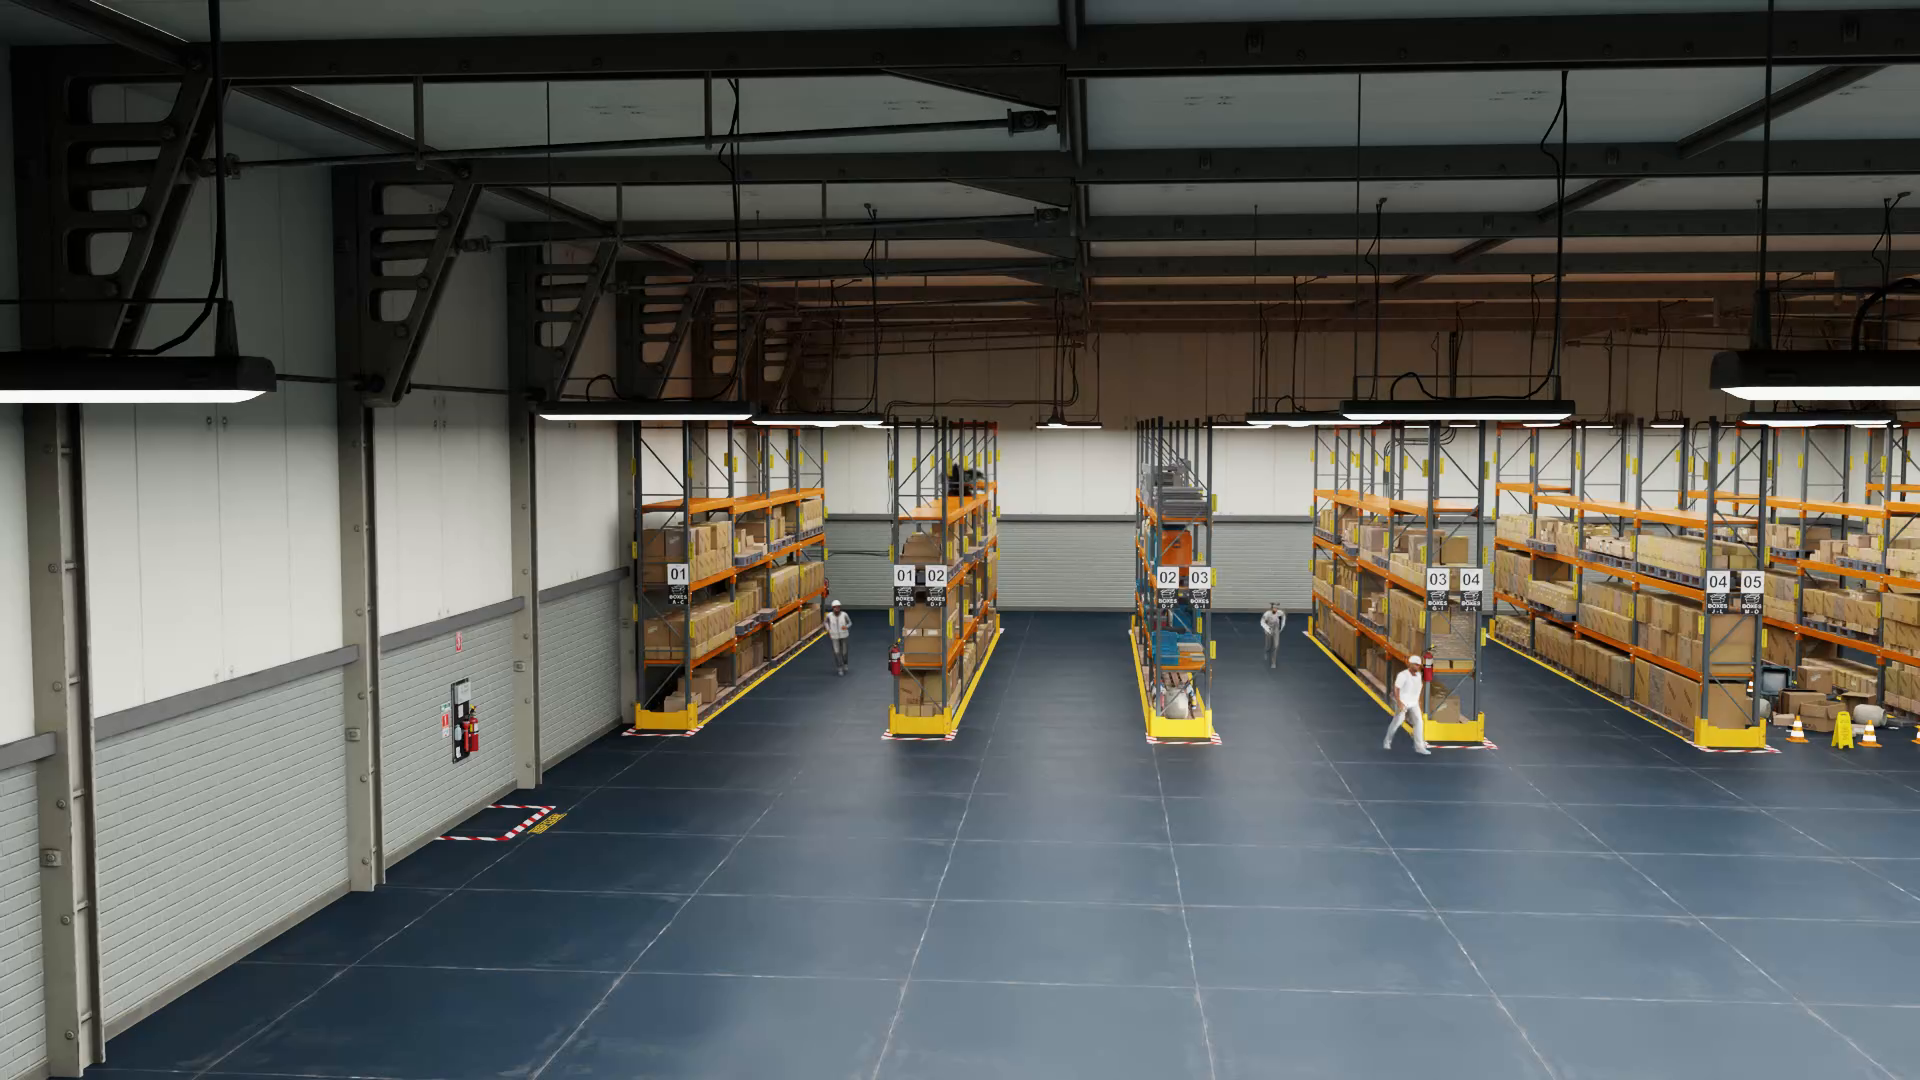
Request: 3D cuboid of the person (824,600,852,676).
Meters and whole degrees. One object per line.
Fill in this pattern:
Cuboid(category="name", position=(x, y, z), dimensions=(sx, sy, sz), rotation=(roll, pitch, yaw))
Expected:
Cuboid(category="person", position=(-2.865, 2.279, 39.071), dimensions=(0.660, 1.748, 0.853), rotation=(-1, 4, -9))

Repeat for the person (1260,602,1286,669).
Cuboid(category="person", position=(7.608, 2.292, 40.589), dimensions=(0.648, 1.634, 0.968), rotation=(-1, 4, -8))

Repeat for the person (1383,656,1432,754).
Cuboid(category="person", position=(7.943, 2.893, 29.449), dimensions=(0.718, 1.713, 0.948), rotation=(-3, 5, -34))

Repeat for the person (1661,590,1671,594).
Cuboid(category="person", position=(20.026, 1.880, 46.956), dimensions=(0.726, 1.545, 0.539), rotation=(0, 4, 5))
